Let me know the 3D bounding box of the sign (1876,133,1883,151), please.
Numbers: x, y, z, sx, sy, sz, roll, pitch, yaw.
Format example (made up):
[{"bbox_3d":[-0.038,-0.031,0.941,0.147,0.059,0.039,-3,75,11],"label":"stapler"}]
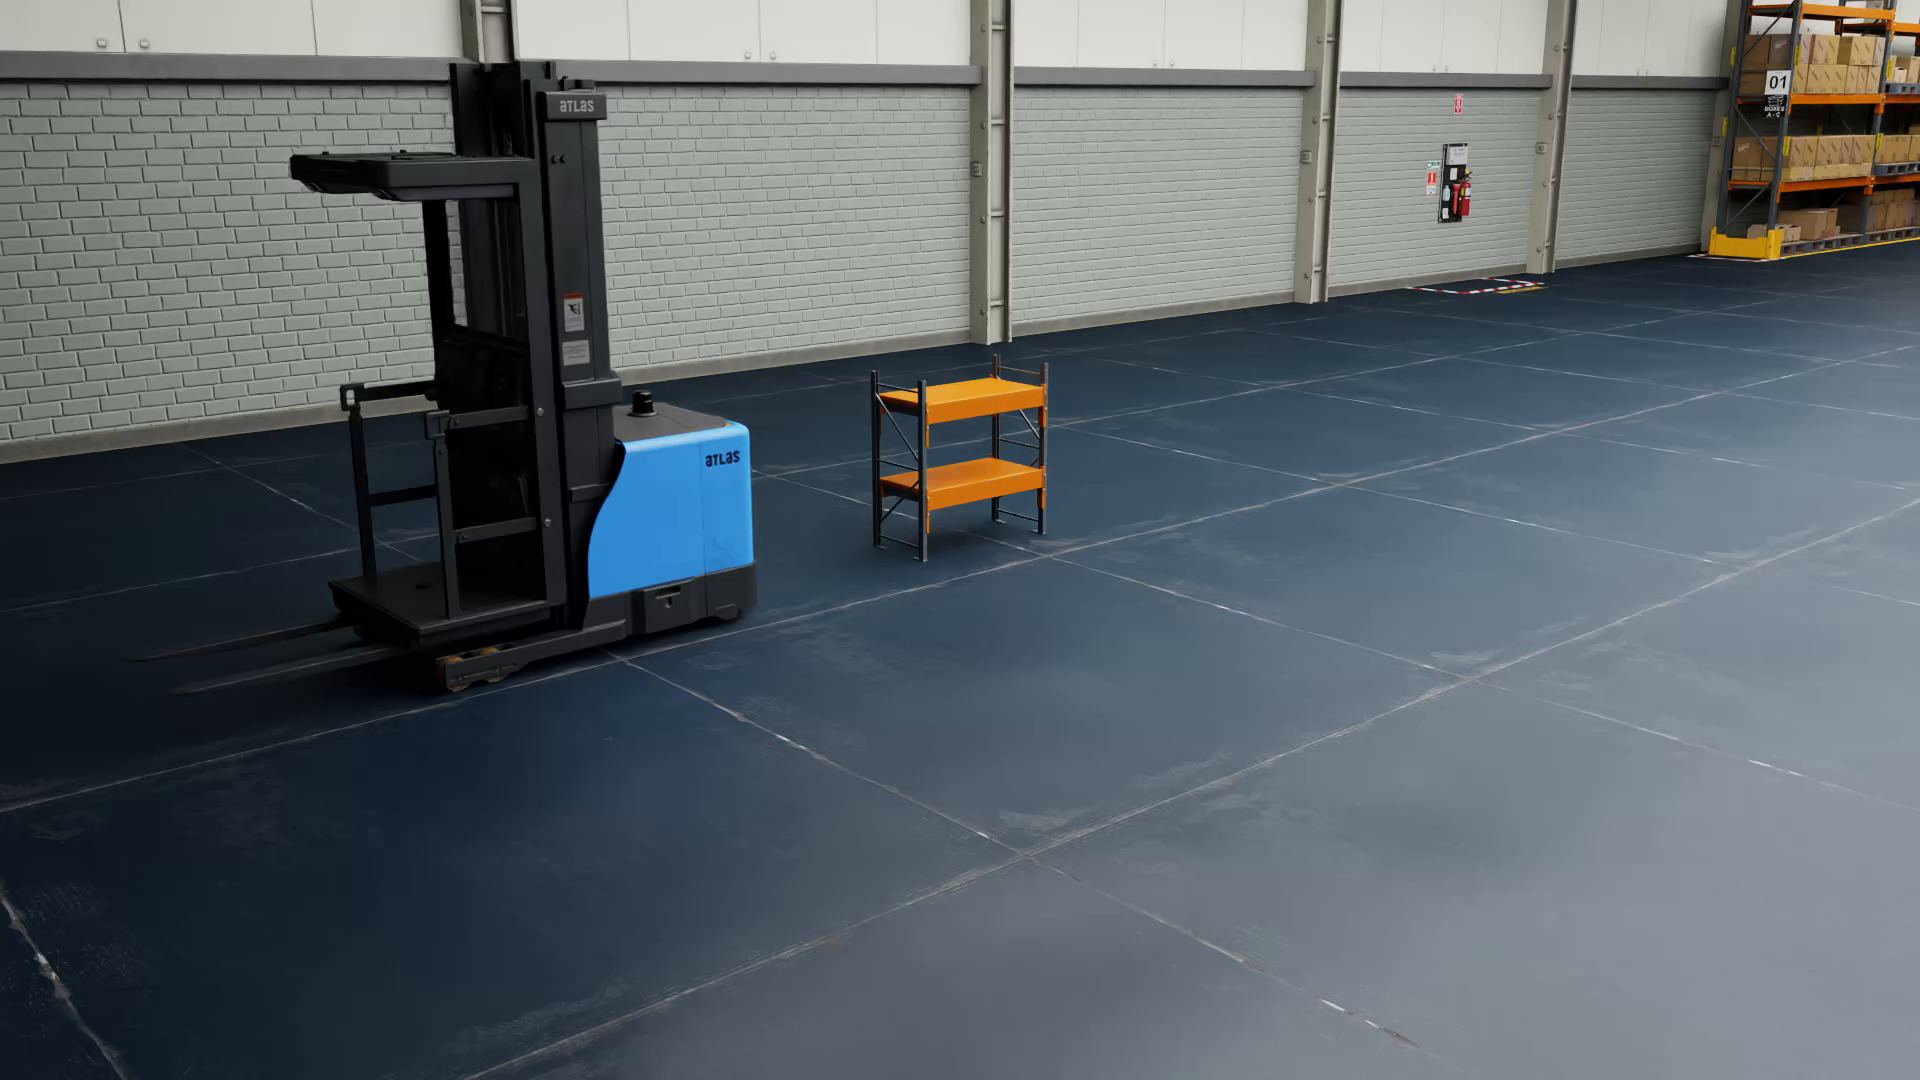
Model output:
[{"bbox_3d":[17.357,-7.516,31.397,0.005,0.325,0.100,-13,19,-39],"label":"sign"}]

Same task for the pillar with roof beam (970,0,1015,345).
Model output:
[{"bbox_3d":[3.185,-5.822,15.110,0.400,9.000,9.100,-13,19,-39],"label":"pillar with roof beam"}]

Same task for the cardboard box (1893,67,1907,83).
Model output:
[{"bbox_3d":[17.925,-8.992,32.149,0.500,0.311,0.500,-12,19,-38],"label":"cardboard box"}]

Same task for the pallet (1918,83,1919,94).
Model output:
[{"bbox_3d":[18.311,-8.820,32.511,1.003,0.211,1.213,-13,19,-39],"label":"pallet"}]

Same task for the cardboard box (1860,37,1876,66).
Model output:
[{"bbox_3d":[16.387,-8.959,30.495,0.500,0.500,0.500,-11,19,-36],"label":"cardboard box"}]

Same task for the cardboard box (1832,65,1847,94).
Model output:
[{"bbox_3d":[15.602,-8.307,29.992,0.500,0.500,0.500,-11,19,-36],"label":"cardboard box"}]

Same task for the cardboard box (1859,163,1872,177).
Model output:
[{"bbox_3d":[16.837,-7.000,31.395,0.500,0.250,0.500,-13,19,-39],"label":"cardboard box"}]

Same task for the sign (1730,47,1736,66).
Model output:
[{"bbox_3d":[13.629,-8.513,29.279,0.005,0.325,0.100,-13,19,-39],"label":"sign"}]

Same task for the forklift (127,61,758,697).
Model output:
[{"bbox_3d":[-2.556,-0.839,8.210,3.031,2.935,1.130,-13,20,-40],"label":"forklift"}]

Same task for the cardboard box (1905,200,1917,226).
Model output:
[{"bbox_3d":[19.039,-6.688,33.966,0.500,0.500,0.700,-13,20,-39],"label":"cardboard box"}]

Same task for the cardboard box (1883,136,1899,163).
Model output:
[{"bbox_3d":[17.828,-7.636,32.477,0.500,0.500,0.700,-10,18,-34],"label":"cardboard box"}]

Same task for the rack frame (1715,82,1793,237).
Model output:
[{"bbox_3d":[13.978,-6.524,29.363,0.127,3.000,1.000,-13,19,-39],"label":"rack frame"}]

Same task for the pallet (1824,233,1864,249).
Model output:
[{"bbox_3d":[16.512,-5.734,31.808,1.213,0.211,1.003,-13,19,-39],"label":"pallet"}]

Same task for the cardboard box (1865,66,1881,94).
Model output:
[{"bbox_3d":[16.775,-8.575,30.995,0.500,0.500,0.500,-12,19,-38],"label":"cardboard box"}]

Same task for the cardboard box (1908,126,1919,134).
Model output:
[{"bbox_3d":[19.539,-8.332,33.827,0.380,0.149,0.250,12,19,38],"label":"cardboard box"}]

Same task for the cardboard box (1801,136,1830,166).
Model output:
[{"bbox_3d":[15.309,-7.014,29.996,0.500,0.500,0.500,-13,20,-41],"label":"cardboard box"}]

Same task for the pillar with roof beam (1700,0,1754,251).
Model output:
[{"bbox_3d":[16.764,-8.872,26.525,0.400,9.000,9.100,-13,19,-39],"label":"pillar with roof beam"}]

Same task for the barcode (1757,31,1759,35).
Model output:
[{"bbox_3d":[14.185,-9.012,29.571,0.075,0.075,0.001,-13,19,-39],"label":"barcode"}]

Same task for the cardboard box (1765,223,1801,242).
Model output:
[{"bbox_3d":[14.989,-5.634,30.388,0.500,0.311,0.500,-11,18,-35],"label":"cardboard box"}]

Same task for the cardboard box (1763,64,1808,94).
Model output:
[{"bbox_3d":[14.394,-8.039,28.990,0.500,0.500,0.500,-12,19,-38],"label":"cardboard box"}]

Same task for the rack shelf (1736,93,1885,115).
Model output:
[{"bbox_3d":[15.487,-7.965,30.337,4.000,0.370,1.077,-13,19,-39],"label":"rack shelf"}]

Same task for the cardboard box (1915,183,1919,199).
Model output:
[{"bbox_3d":[20.654,-7.143,35.030,0.750,0.750,0.750,-13,20,-40],"label":"cardboard box"}]

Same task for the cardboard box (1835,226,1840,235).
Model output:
[{"bbox_3d":[16.611,-5.949,31.847,0.380,0.166,0.250,13,20,40],"label":"cardboard box"}]

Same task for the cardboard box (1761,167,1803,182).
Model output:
[{"bbox_3d":[14.554,-6.482,29.458,0.500,0.250,0.500,-13,20,-41],"label":"cardboard box"}]

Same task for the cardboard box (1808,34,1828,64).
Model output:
[{"bbox_3d":[14.839,-8.608,29.180,0.500,0.500,0.500,-13,20,-40],"label":"cardboard box"}]

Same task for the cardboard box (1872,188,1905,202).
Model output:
[{"bbox_3d":[18.648,-6.942,33.465,0.500,0.250,0.500,-13,20,-40],"label":"cardboard box"}]

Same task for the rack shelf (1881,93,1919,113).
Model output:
[{"bbox_3d":[18.504,-8.642,32.874,4.000,0.370,1.077,-13,19,-39],"label":"rack shelf"}]

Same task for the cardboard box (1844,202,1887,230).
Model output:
[{"bbox_3d":[17.896,-6.432,33.009,0.500,0.500,0.700,-13,20,-40],"label":"cardboard box"}]

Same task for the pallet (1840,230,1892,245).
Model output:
[{"bbox_3d":[17.582,-5.987,32.754,1.213,0.211,1.003,-13,19,-39],"label":"pallet"}]

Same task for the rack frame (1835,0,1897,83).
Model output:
[{"bbox_3d":[16.995,-10.100,31.125,0.127,3.000,1.000,-13,19,-39],"label":"rack frame"}]

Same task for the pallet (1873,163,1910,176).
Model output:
[{"bbox_3d":[17.667,-7.210,32.303,1.213,0.211,1.003,-13,19,-39],"label":"pallet"}]

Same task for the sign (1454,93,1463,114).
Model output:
[{"bbox_3d":[7.451,-6.522,24.861,0.199,0.298,0.001,-13,19,-39],"label":"sign"}]

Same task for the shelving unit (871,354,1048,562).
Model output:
[{"bbox_3d":[0.005,-0.545,10.609,1.048,1.125,0.538,-13,19,-39],"label":"shelving unit"}]

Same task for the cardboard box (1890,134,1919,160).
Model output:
[{"bbox_3d":[19.261,-7.959,33.687,0.700,0.500,0.500,14,20,42],"label":"cardboard box"}]

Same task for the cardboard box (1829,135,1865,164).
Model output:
[{"bbox_3d":[16.469,-7.275,30.974,0.500,0.500,0.500,-13,20,-40],"label":"cardboard box"}]

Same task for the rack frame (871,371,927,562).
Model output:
[{"bbox_3d":[-0.378,-0.458,10.287,0.032,1.125,0.500,-13,19,-39],"label":"rack frame"}]

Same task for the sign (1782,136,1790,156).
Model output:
[{"bbox_3d":[14.334,-6.837,28.856,0.005,0.325,0.100,-13,19,-39],"label":"sign"}]

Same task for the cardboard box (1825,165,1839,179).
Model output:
[{"bbox_3d":[15.708,-6.743,30.435,0.500,0.250,0.500,-12,19,-39],"label":"cardboard box"}]
